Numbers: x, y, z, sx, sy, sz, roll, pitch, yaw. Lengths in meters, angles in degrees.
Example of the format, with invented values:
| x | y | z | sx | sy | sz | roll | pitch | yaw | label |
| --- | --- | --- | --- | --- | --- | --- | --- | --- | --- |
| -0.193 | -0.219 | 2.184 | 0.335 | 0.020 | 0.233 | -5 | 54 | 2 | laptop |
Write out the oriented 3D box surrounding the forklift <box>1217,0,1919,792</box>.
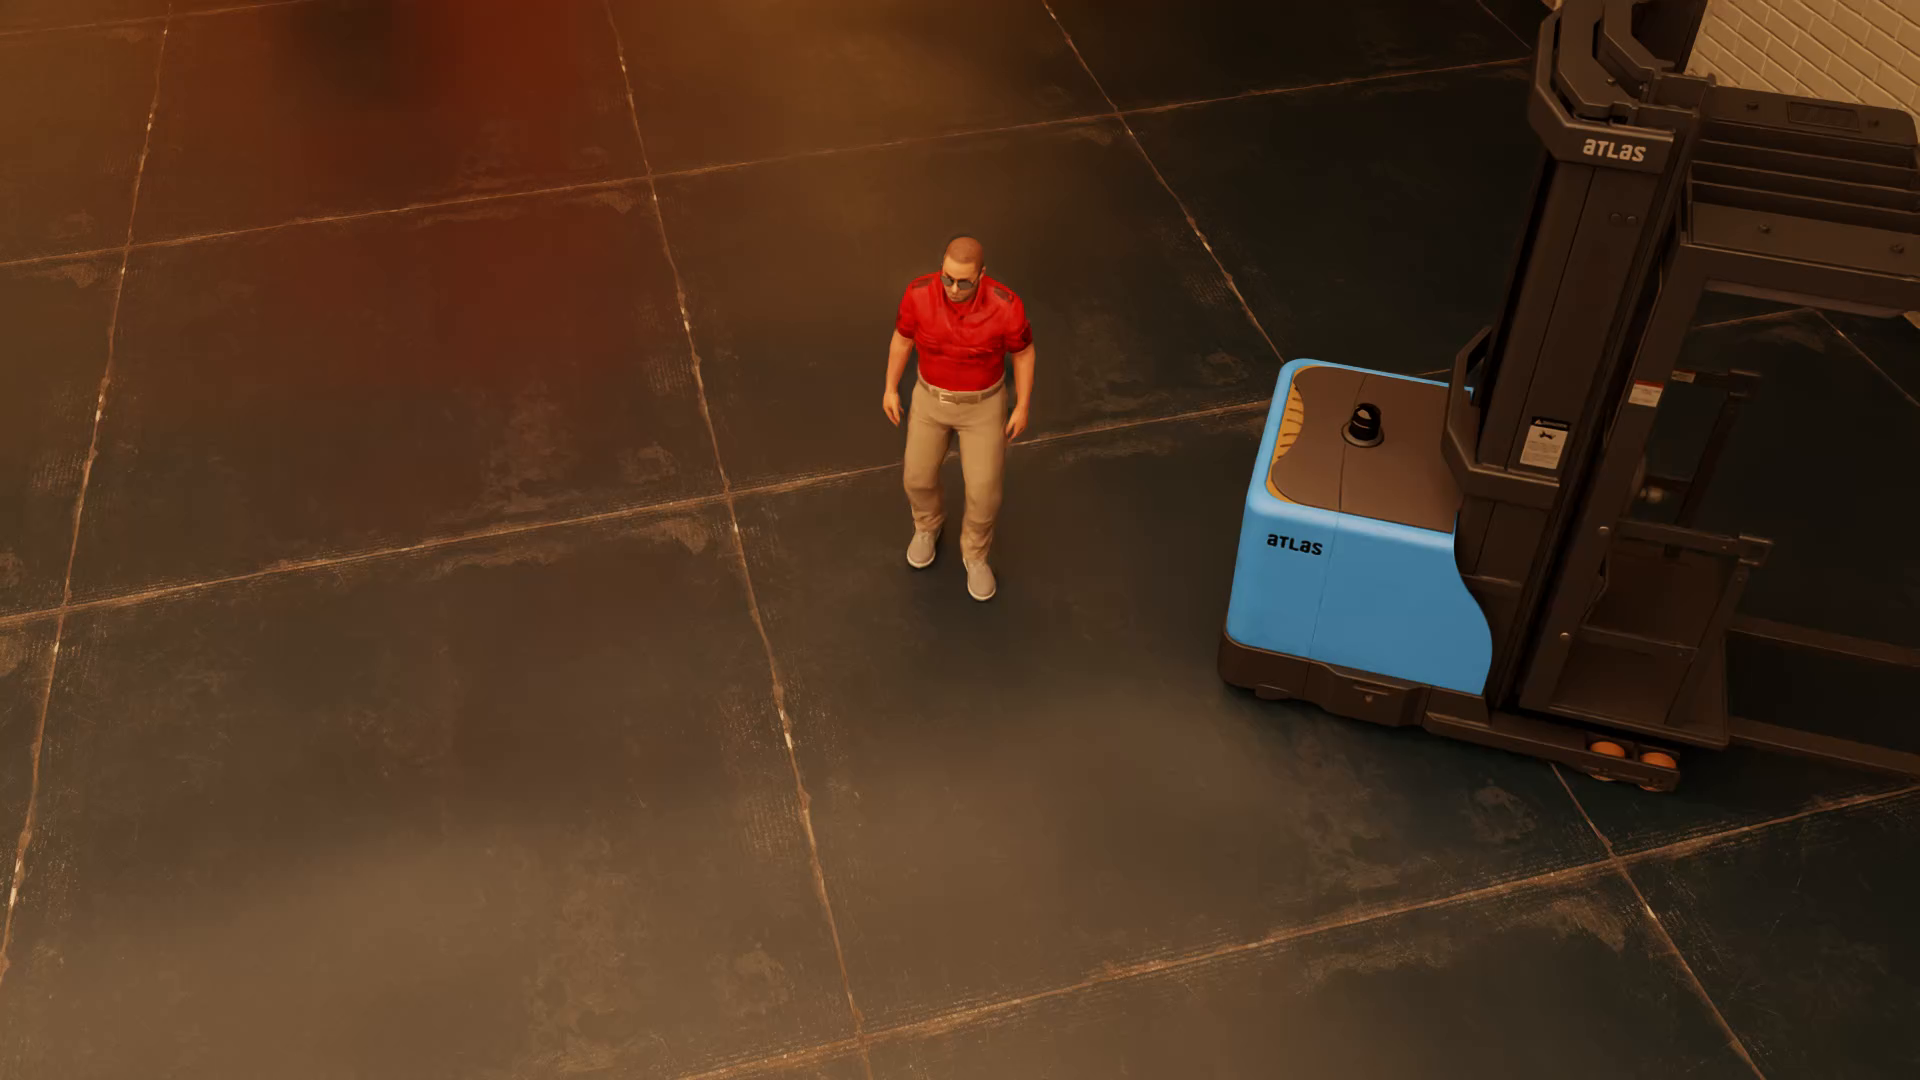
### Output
| x | y | z | sx | sy | sz | roll | pitch | yaw | label |
| --- | --- | --- | --- | --- | --- | --- | --- | --- | --- |
| 2.671 | -0.461 | 6.133 | 3.031 | 2.935 | 1.130 | 12 | 45 | 12 | forklift |

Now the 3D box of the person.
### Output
| x | y | z | sx | sy | sz | roll | pitch | yaw | label |
| --- | --- | --- | --- | --- | --- | --- | --- | --- | --- |
| -0.033 | -0.538 | 7.103 | 0.637 | 1.711 | 0.504 | 10 | 44 | 11 | person |
